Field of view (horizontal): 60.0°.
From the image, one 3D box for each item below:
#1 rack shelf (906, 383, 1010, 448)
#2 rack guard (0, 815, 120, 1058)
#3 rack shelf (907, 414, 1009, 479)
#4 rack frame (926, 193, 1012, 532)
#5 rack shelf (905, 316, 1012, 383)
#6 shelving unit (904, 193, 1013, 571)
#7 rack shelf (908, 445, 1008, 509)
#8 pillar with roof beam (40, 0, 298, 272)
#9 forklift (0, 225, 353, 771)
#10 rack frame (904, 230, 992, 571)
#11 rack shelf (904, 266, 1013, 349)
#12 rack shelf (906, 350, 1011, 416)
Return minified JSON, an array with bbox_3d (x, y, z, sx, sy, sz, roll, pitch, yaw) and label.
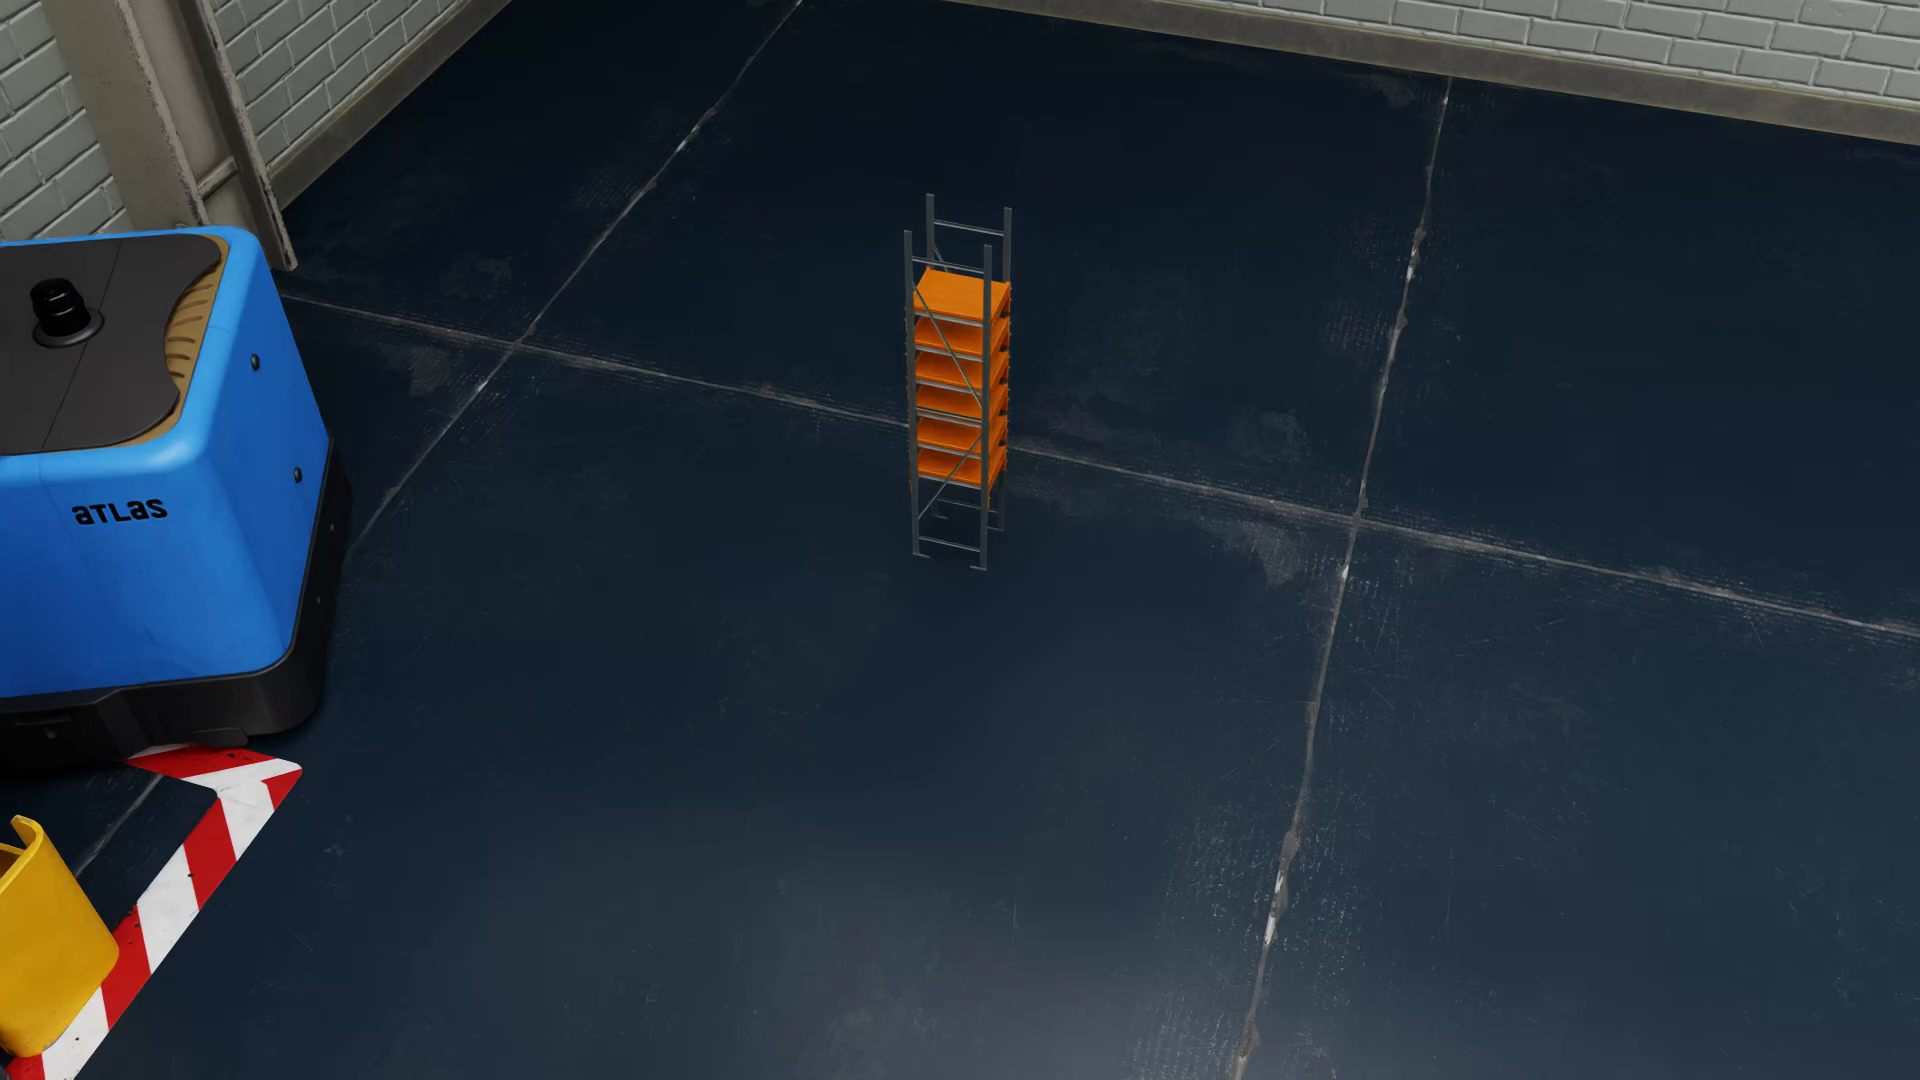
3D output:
[{"bbox_3d":[-0.004,-0.387,4.852,0.258,0.103,0.180,13,46,12],"label":"rack shelf"},{"bbox_3d":[-2.706,0.835,4.039,1.175,0.500,0.348,13,46,13],"label":"rack guard"},{"bbox_3d":[-0.004,-0.302,4.936,0.258,0.103,0.180,13,46,12],"label":"rack shelf"},{"bbox_3d":[0.023,-0.480,4.883,0.240,1.200,0.006,13,46,12],"label":"rack frame"},{"bbox_3d":[-0.004,-0.559,4.684,0.258,0.103,0.180,13,46,12],"label":"rack shelf"},{"bbox_3d":[-0.004,-0.419,4.821,0.258,1.200,0.189,13,46,12],"label":"shelving unit"},{"bbox_3d":[-0.004,-0.216,5.019,0.258,0.103,0.180,13,46,12],"label":"rack shelf"},{"bbox_3d":[1.383,-3.258,2.145,9.100,9.000,0.400,13,46,13],"label":"pillar with roof beam"},{"bbox_3d":[-3.366,-0.685,3.854,3.031,2.935,1.130,-6,45,-6],"label":"forklift"},{"bbox_3d":[-0.032,-0.358,4.758,0.240,1.200,0.006,13,46,12],"label":"rack frame"},{"bbox_3d":[-0.004,-0.645,4.600,0.258,0.103,0.180,13,46,12],"label":"rack shelf"},{"bbox_3d":[-0.004,-0.473,4.768,0.258,0.103,0.180,13,46,12],"label":"rack shelf"}]
